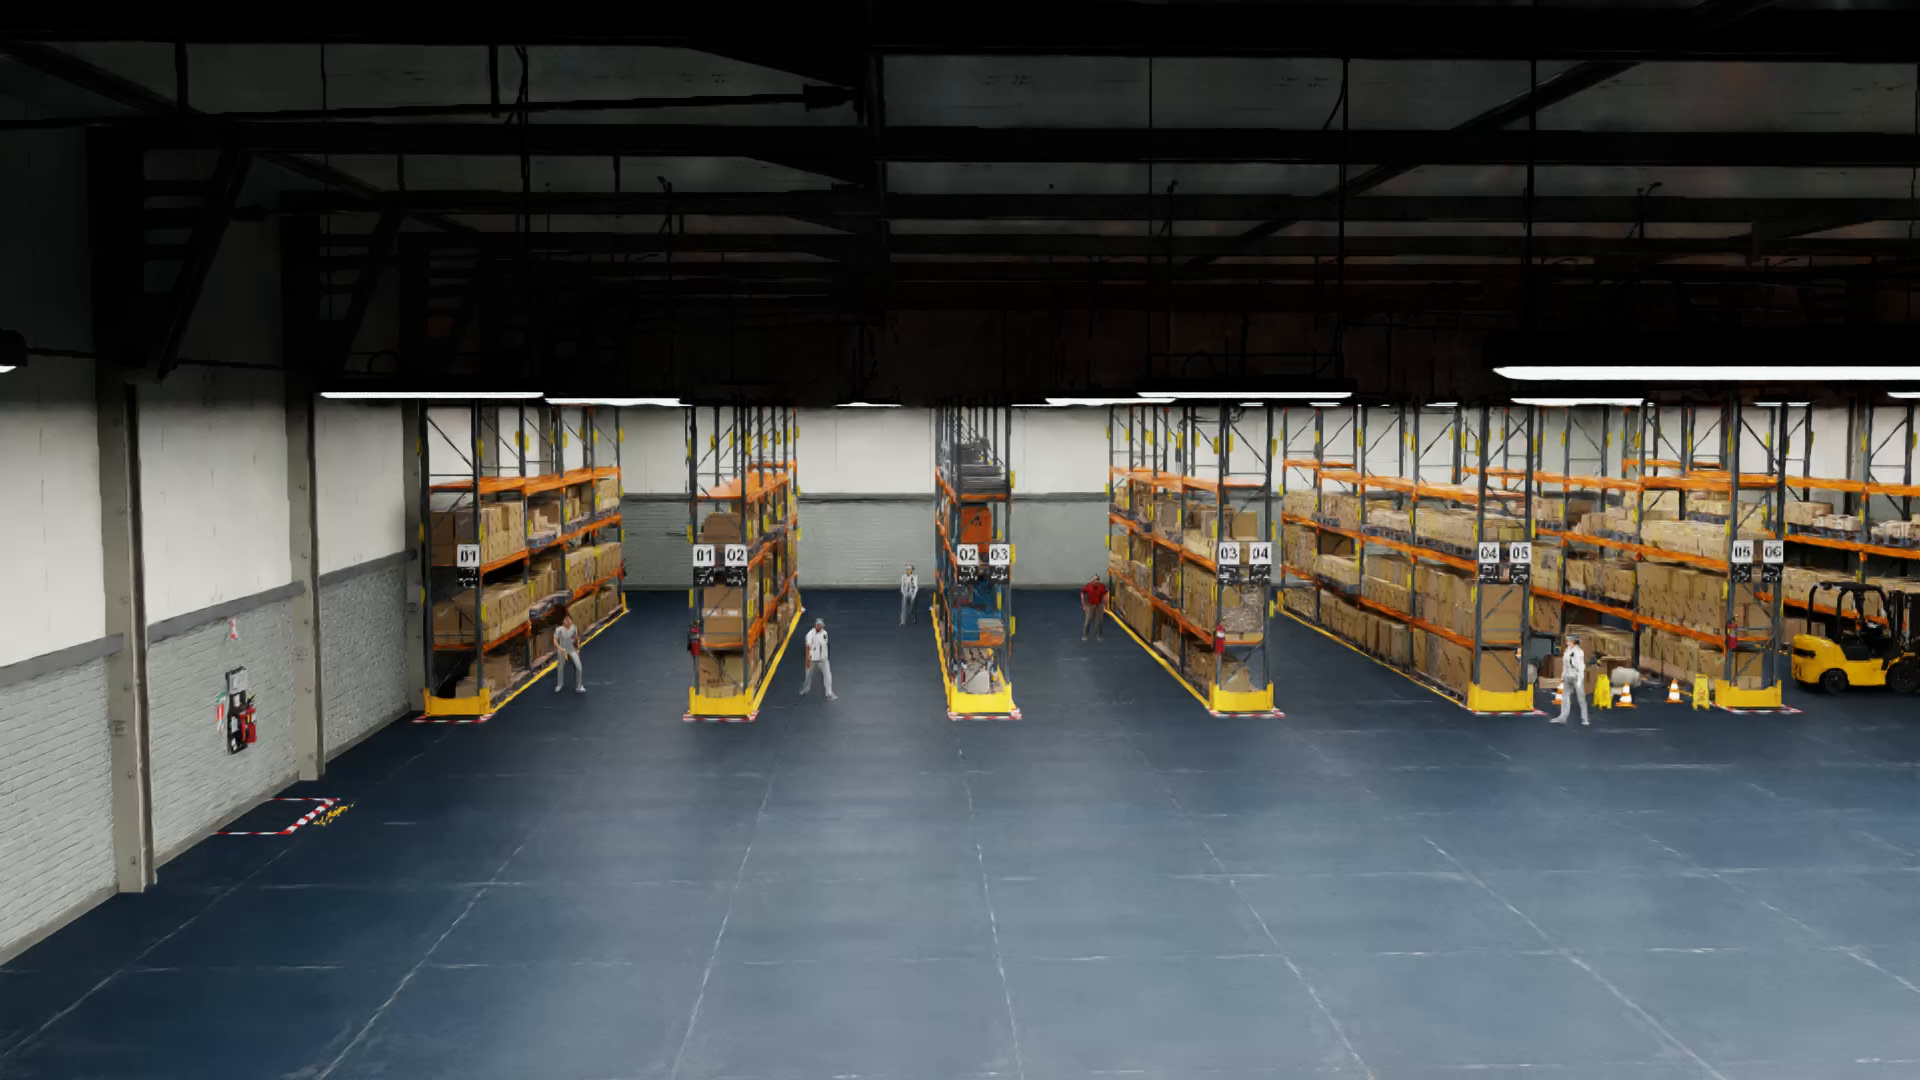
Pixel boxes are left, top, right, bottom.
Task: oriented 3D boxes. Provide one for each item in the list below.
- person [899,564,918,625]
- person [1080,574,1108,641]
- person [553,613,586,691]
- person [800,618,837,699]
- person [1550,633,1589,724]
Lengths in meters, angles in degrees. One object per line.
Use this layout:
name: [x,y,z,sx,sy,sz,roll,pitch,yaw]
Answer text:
person: [-1.332,1.432,44.017,0.483,1.614,0.986,1,5,8]
person: [3.312,1.659,41.096,0.682,1.675,0.527,0,5,-4]
person: [-7.932,2.266,33.631,0.600,1.614,0.774,-2,5,-23]
person: [-2.828,2.332,32.945,0.519,1.613,0.942,-2,5,-25]
person: [11.111,2.510,30.220,0.600,1.657,0.589,-2,5,-21]
